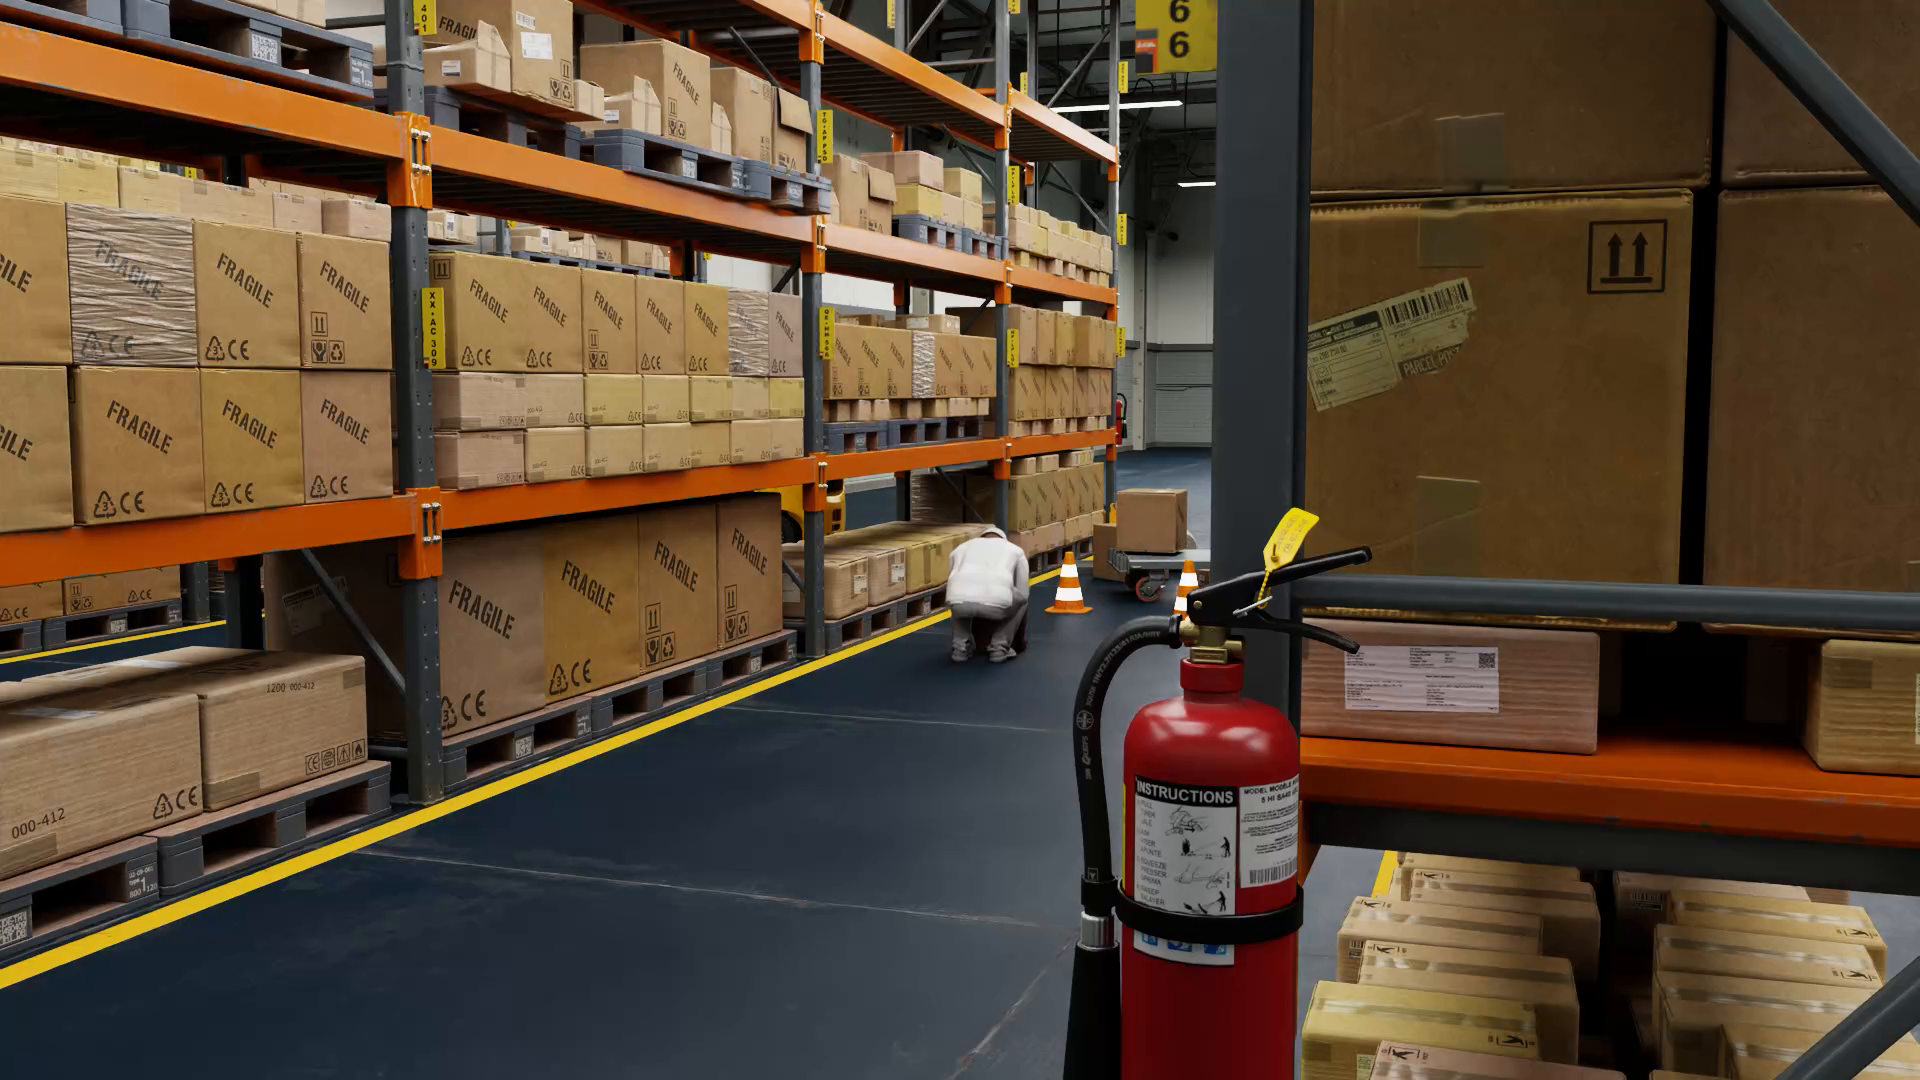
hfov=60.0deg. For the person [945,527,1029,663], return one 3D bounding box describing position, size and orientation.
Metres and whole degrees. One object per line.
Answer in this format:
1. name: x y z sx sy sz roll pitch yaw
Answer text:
1. person: 0.158 0.399 10.796 0.539 0.902 0.923 1 5 15
